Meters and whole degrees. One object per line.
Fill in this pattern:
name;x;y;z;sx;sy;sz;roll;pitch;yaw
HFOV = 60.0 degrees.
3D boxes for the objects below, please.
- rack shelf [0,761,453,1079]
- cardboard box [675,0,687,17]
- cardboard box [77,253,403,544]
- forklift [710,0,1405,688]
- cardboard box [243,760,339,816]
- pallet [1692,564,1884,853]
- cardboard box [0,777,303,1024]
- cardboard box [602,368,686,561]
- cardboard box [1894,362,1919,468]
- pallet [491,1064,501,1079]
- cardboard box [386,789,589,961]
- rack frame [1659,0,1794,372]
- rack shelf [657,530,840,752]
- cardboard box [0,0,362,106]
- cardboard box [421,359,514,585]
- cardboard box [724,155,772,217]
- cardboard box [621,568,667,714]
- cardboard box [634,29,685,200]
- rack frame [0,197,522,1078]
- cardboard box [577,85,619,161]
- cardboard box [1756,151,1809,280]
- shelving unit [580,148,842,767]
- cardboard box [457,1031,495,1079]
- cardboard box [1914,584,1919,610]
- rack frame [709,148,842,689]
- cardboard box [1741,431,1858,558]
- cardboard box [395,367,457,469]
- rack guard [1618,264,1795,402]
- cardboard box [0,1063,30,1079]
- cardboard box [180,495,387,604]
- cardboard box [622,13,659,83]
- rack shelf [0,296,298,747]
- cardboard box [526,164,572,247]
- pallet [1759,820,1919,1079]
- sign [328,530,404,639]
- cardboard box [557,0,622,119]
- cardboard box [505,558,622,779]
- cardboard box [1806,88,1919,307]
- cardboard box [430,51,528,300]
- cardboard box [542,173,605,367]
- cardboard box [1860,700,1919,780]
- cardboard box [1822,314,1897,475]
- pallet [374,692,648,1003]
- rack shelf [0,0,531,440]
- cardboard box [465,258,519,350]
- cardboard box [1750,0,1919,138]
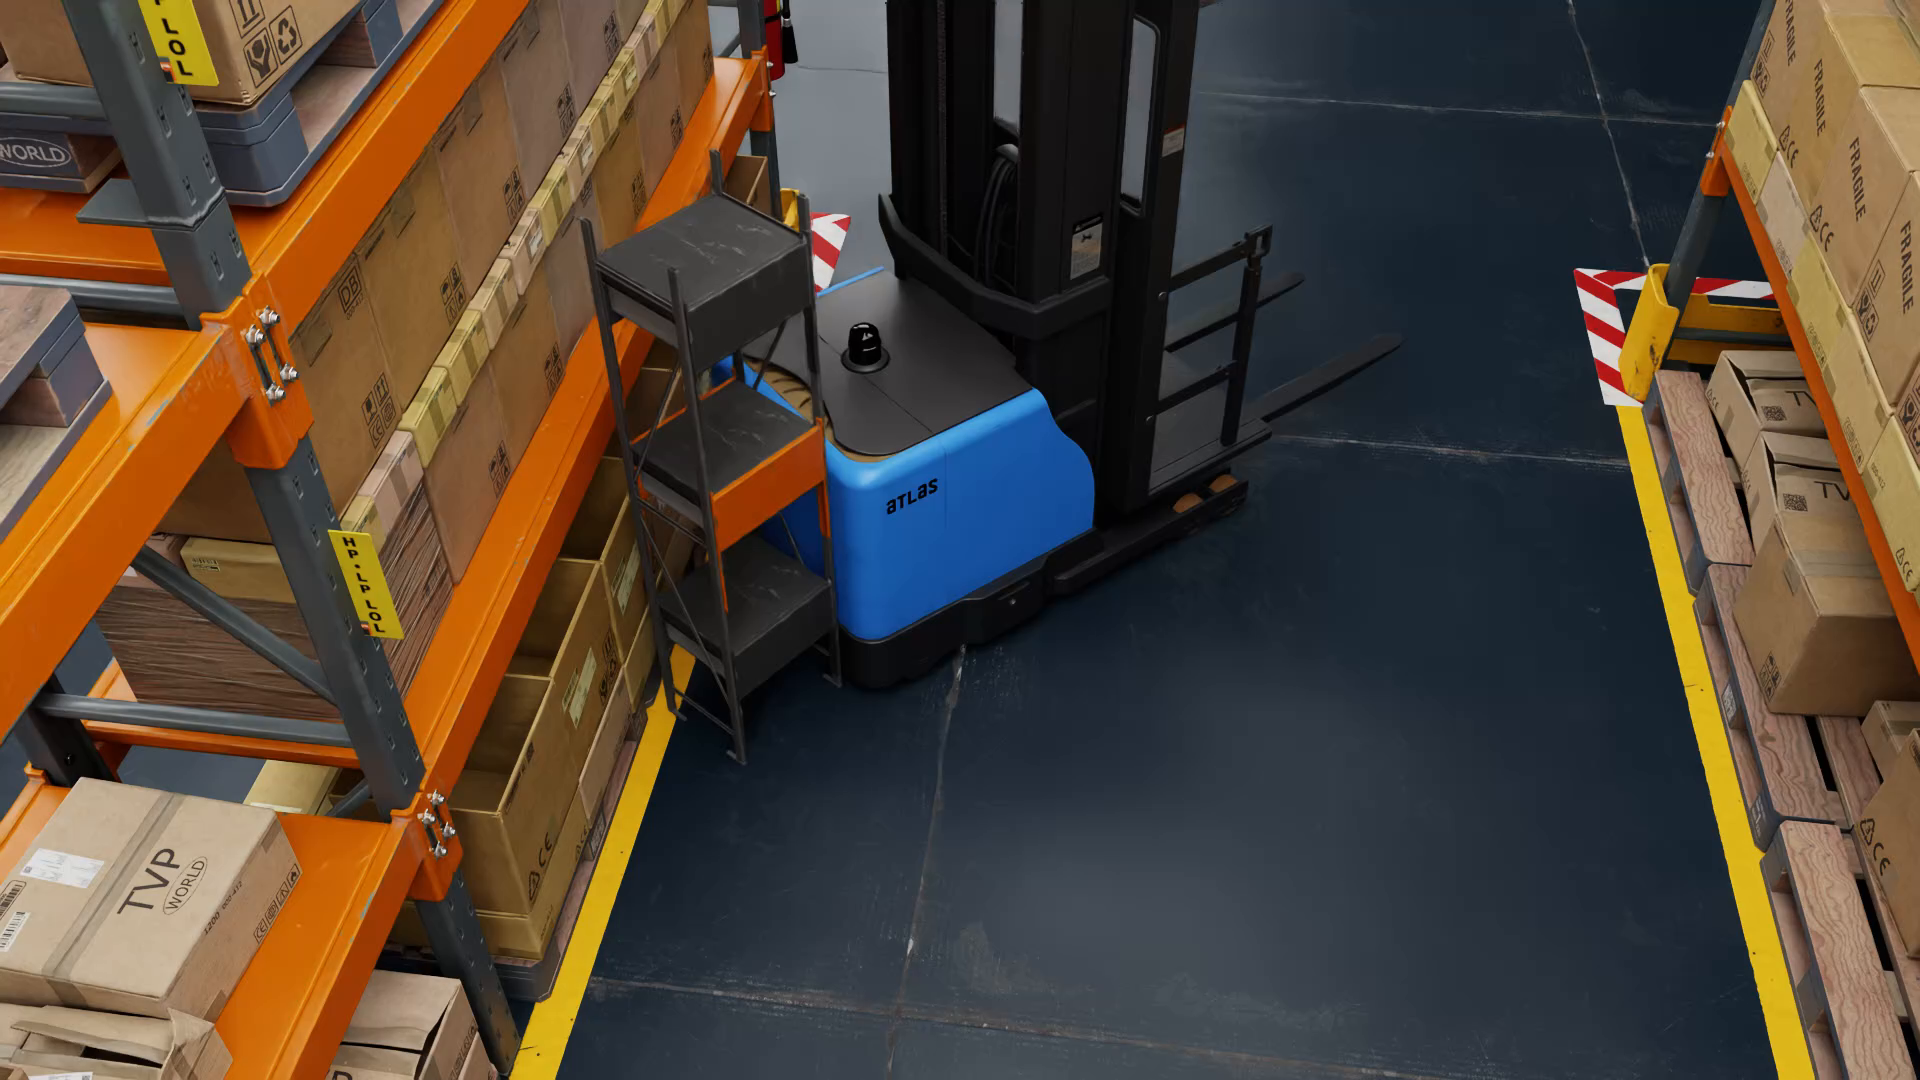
rack shelf;-2.117;2.075;2.900;1.077;0.370;4.000;5;44;6
cardboard box;-1.219;-2.091;6.232;0.380;0.149;0.250;6;44;7
cardboard box;-1.800;-0.360;3.932;0.700;0.500;0.500;5;44;6
forklift;0.563;-1.354;6.048;3.031;2.935;1.130;-27;50;-26
cardboard box;-2.008;0.961;5.248;0.500;0.250;0.500;5;44;6
pallet;3.271;0.616;5.946;1.003;0.211;1.213;5;44;6
cardboard box;-1.875;0.845;3.785;0.500;0.250;0.500;8;44;8
cardboard box;-1.285;-0.286;6.019;0.500;0.500;0.500;5;44;6
cardboard box;2.951;-0.360;4.498;0.500;0.500;0.500;4;44;4
pallet;-1.912;1.969;4.517;1.003;0.211;1.213;5;44;6
cardboard box;-1.491;1.008;5.198;0.500;0.250;0.500;5;44;6
rack frame;3.587;-1.828;6.499;1.000;3.000;0.127;5;44;6
rack shelf;-0.752;0.340;5.900;0.431;0.518;0.480;31;52;28
cardboard box;-1.525;-1.198;3.171;0.500;0.500;0.500;9;44;9
cardboard box;-1.737;-0.249;4.758;0.700;0.500;0.500;5;44;5
cardboard box;-1.100;-1.309;7.100;0.500;0.500;0.500;5;44;6
cardboard box;-1.349;0.327;5.917;0.500;0.250;0.500;5;44;6
cardboard box;-1.463;-1.636;6.224;0.700;0.500;0.500;6;44;7
rack frame;-1.853;0.451;4.092;1.000;3.000;0.127;5;44;6
cardboard box;-1.355;-1.387;5.489;0.380;0.149;0.250;6;44;7
cardboard box;3.153;-1.122;5.847;0.500;0.250;0.500;4;44;4
shelving unit;-0.749;-0.177;5.408;0.431;2.100;0.503;31;52;28
cardboard box;-1.620;1.606;4.567;0.500;0.250;0.500;5;44;5
cardboard box;2.894;0.256;4.392;0.500;0.250;0.500;5;44;6
rack frame;-0.589;-0.303;5.541;0.400;2.100;0.015;31;52;28
cardboard box;3.331;-0.159;6.372;0.500;0.311;0.500;9;44;9
cardboard box;-1.560;-0.334;4.377;0.380;0.149;0.250;4;44;4
rack guard;3.577;-0.868;7.303;1.175;0.500;0.348;5;44;6
cardboard box;-2.040;1.295;3.128;0.500;0.500;0.500;8;44;9
cardboard box;-1.625;0.013;4.010;0.380;0.149;0.250;5;44;5
cardboard box;-1.288;-1.746;5.867;0.380;0.149;0.250;6;44;6
rack shelf;-2.117;0.986;1.869;1.077;0.370;4.000;5;44;6
cardboard box;-1.424;-1.043;5.125;0.380;0.149;0.250;5;44;5
pallet;3.112;1.450;5.065;1.003;0.211;1.213;5;44;6
sign;-1.314;0.102;3.676;0.100;0.325;0.005;5;44;6
cardboard box;-1.535;-1.727;5.376;0.700;0.500;0.500;5;44;6
cardboard box;-1.423;0.395;5.300;0.500;0.500;0.500;5;44;6
cardboard box;3.076;-1.067;5.245;0.500;0.500;0.500;4;44;4
cardboard box;-1.668;-1.045;4.656;0.700;0.500;0.500;5;44;5
cardboard box;-1.600;-0.939;5.488;0.700;0.500;0.500;6;44;7
cardboard box;3.289;0.686;5.598;0.380;0.149;0.250;2;43;2
cardboard box;3.011;-0.431;5.118;0.500;0.250;0.500;6;44;6
pallet;-1.706;0.925;5.620;1.003;0.211;1.213;5;44;6
rack shelf;-1.588;-1.740;4.748;1.077;0.370;4.000;5;44;6
cardboard box;-1.491;-0.683;4.745;0.380;0.149;0.250;4;44;4
cardboard box;3.226;-1.755;5.971;0.500;0.500;0.500;5;44;6
